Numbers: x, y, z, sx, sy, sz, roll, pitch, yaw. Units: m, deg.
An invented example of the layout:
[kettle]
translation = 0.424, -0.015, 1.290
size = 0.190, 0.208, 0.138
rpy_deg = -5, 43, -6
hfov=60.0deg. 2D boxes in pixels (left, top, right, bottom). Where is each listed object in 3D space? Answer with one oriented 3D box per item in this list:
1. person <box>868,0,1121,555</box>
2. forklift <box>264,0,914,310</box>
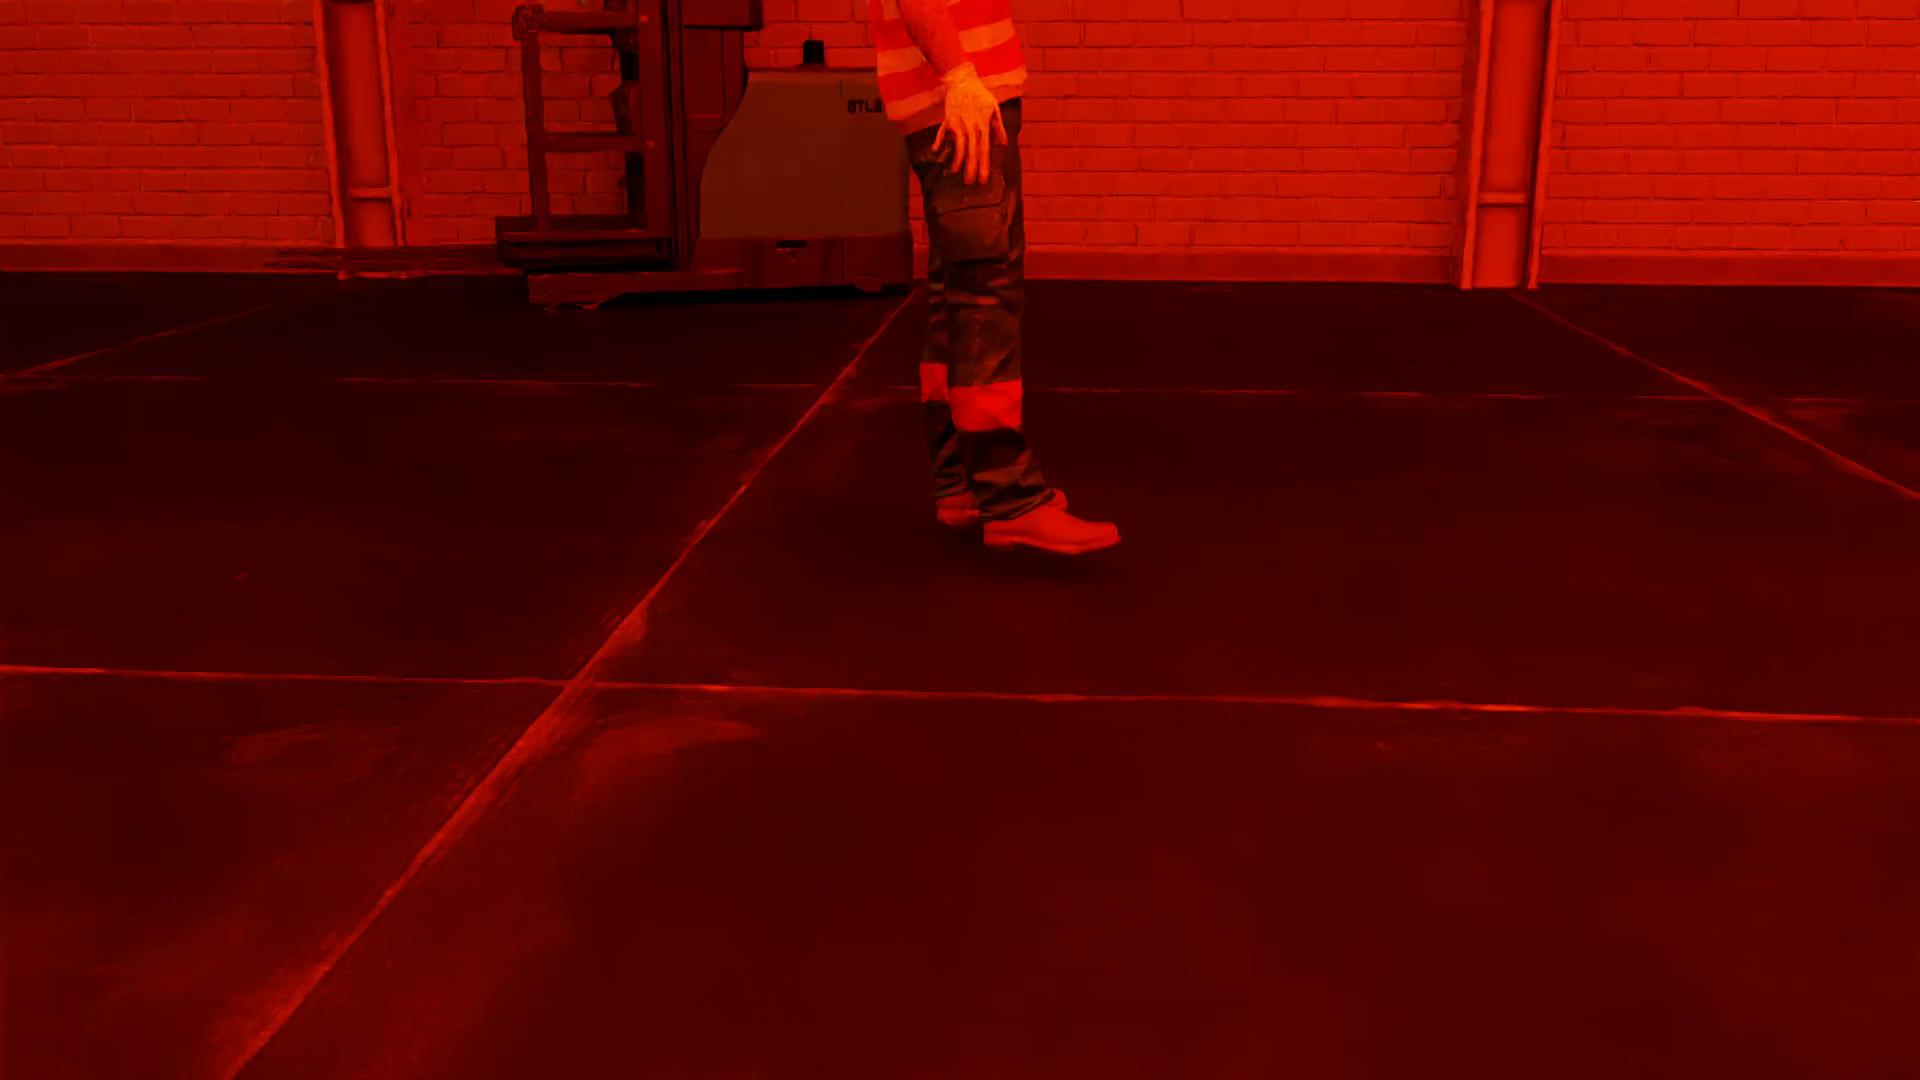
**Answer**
[person]
translation = 0.079, -0.904, 3.550
size = 0.563, 1.787, 0.637
rpy_deg = 1, 15, 4
[forklift]
translation = -1.807, -2.645, 7.960
size = 3.031, 2.935, 1.130
rpy_deg = -4, 16, -15
